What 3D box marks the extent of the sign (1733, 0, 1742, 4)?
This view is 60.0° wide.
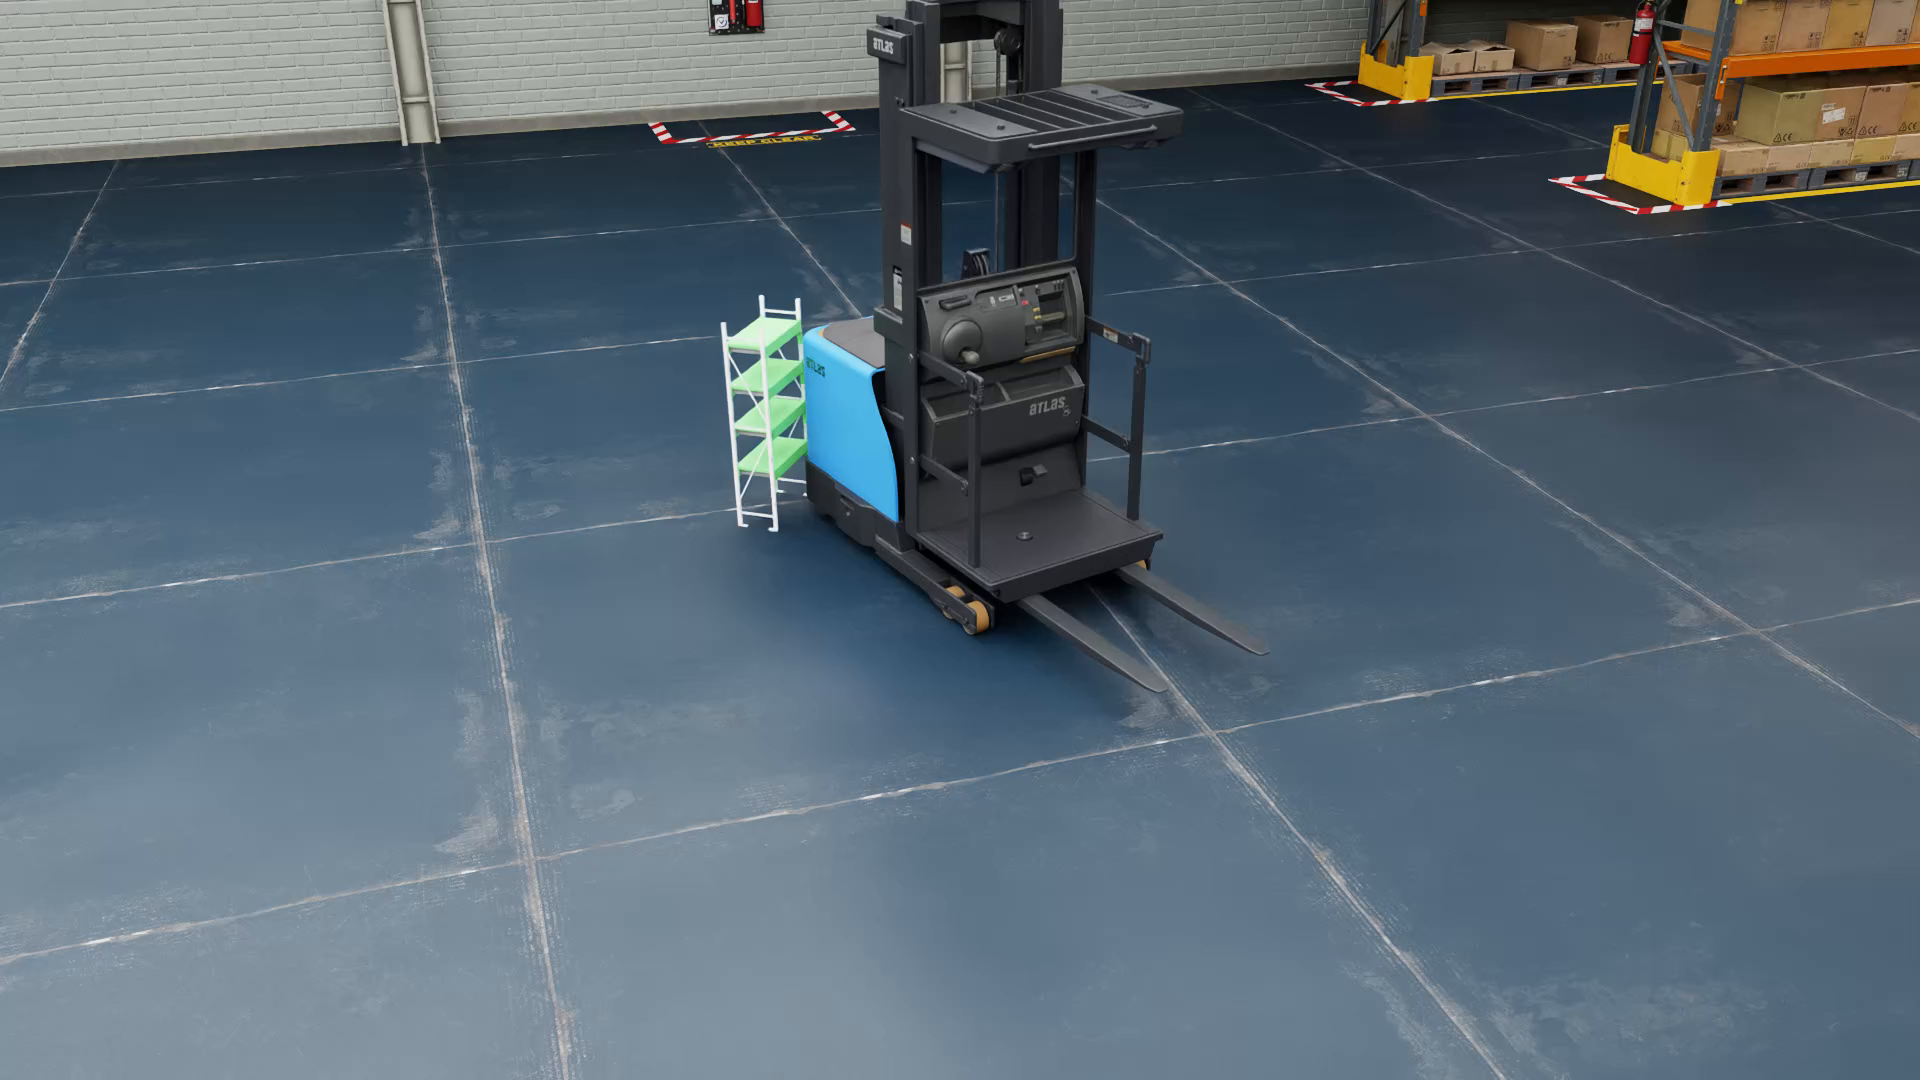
[{"bbox_3d":[6.919,-4.920,14.725,0.005,0.325,0.100,-8,28,-16],"label":"sign"}]

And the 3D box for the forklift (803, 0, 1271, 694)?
[{"bbox_3d":[0.339,-1.080,8.130,1.130,2.935,3.031,-16,31,-29],"label":"forklift"}]

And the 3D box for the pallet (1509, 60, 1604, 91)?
[{"bbox_3d":[7.229,-5.851,20.798,1.213,0.211,1.003,-8,28,-16],"label":"pallet"}]

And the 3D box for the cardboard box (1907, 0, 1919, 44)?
[{"bbox_3d":[9.158,-5.121,16.080,0.500,0.500,0.700,-8,27,-15],"label":"cardboard box"}]

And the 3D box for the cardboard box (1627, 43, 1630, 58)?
[{"bbox_3d":[8.519,-6.219,21.095,0.250,0.166,0.380,-12,29,-23],"label":"cardboard box"}]

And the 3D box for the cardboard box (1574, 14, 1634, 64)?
[{"bbox_3d":[8.044,-6.295,20.873,0.500,0.500,0.500,-10,28,-20],"label":"cardboard box"}]

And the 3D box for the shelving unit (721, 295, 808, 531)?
[{"bbox_3d":[-1.072,-0.711,9.326,0.258,1.200,0.503,7,27,17],"label":"shelving unit"}]

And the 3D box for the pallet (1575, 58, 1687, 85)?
[{"bbox_3d":[8.391,-6.021,21.140,1.213,0.211,1.003,-8,28,-16],"label":"pallet"}]

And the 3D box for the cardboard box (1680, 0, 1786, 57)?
[{"bbox_3d":[7.200,-4.836,15.505,0.500,0.500,0.700,-8,28,-16],"label":"cardboard box"}]

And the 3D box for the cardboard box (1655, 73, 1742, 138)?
[{"bbox_3d":[7.170,-4.224,16.163,0.500,0.500,0.500,-8,28,-16],"label":"cardboard box"}]

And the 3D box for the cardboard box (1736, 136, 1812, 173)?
[{"bbox_3d":[7.806,-3.739,16.028,0.500,0.250,0.500,-8,28,-16],"label":"cardboard box"}]

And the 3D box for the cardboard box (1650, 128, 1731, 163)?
[{"bbox_3d":[7.171,-3.888,16.328,0.500,0.250,0.500,-8,28,-16],"label":"cardboard box"}]

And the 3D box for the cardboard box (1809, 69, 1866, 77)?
[{"bbox_3d":[8.592,-4.437,16.590,0.500,0.500,0.500,-8,28,-16],"label":"cardboard box"}]

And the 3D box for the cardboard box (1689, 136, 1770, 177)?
[{"bbox_3d":[7.331,-3.669,15.886,0.500,0.250,0.500,-8,28,-16],"label":"cardboard box"}]

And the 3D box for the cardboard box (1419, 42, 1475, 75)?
[{"bbox_3d":[5.901,-5.876,20.242,0.500,0.311,0.500,-12,29,-22],"label":"cardboard box"}]

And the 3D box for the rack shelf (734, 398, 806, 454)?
[{"bbox_3d":[-1.071,-0.653,9.354,0.258,0.148,0.480,7,27,17],"label":"rack shelf"}]

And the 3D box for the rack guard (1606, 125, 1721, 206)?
[{"bbox_3d":[6.730,-3.609,15.958,0.348,0.500,1.175,-8,28,-16],"label":"rack guard"}]

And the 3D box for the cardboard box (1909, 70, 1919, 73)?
[{"bbox_3d":[9.704,-4.355,16.426,0.500,0.500,0.500,-8,28,-16],"label":"cardboard box"}]

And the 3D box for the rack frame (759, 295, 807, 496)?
[{"bbox_3d":[-0.995,-0.814,9.533,0.240,1.200,0.015,7,27,17],"label":"rack frame"}]

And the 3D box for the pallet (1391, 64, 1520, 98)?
[{"bbox_3d":[6.071,-5.685,20.463,1.213,0.211,1.003,-8,28,-16],"label":"pallet"}]

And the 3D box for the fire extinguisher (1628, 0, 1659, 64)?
[{"bbox_3d":[6.496,-4.878,15.789,0.183,0.674,0.296,-8,28,-16],"label":"fire extinguisher"}]

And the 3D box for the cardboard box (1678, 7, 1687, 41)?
[{"bbox_3d":[9.713,-6.563,21.413,0.500,0.500,0.700,-7,27,-14],"label":"cardboard box"}]

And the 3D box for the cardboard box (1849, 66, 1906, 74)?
[{"bbox_3d":[9.067,-4.506,16.730,0.500,0.500,0.500,-8,28,-16],"label":"cardboard box"}]

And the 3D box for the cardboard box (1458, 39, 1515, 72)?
[{"bbox_3d":[6.443,-5.955,20.400,0.500,0.311,0.500,-6,27,-12],"label":"cardboard box"}]

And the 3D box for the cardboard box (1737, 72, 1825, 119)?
[{"bbox_3d":[8.117,-4.368,16.452,0.500,0.500,0.500,-8,28,-16],"label":"cardboard box"}]

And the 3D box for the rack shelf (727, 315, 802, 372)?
[{"bbox_3d":[-1.080,-1.085,9.143,0.258,0.148,0.480,7,27,17],"label":"rack shelf"}]

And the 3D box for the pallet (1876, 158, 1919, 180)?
[{"bbox_3d":[9.787,-3.942,16.954,1.213,0.211,1.003,-8,28,-16],"label":"pallet"}]

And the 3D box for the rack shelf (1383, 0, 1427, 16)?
[{"bbox_3d":[7.117,-6.780,20.342,4.000,0.370,1.077,-8,28,-16],"label":"rack shelf"}]

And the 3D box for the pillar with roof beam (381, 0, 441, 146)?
[{"bbox_3d":[-4.464,-6.503,12.229,0.400,9.000,9.100,-8,28,-16],"label":"pillar with roof beam"}]

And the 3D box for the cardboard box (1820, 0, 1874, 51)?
[{"bbox_3d":[8.172,-4.976,15.788,0.500,0.500,0.700,-8,28,-16],"label":"cardboard box"}]

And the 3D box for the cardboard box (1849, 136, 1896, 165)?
[{"bbox_3d":[8.758,-3.875,16.301,0.500,0.250,0.500,-8,28,-16],"label":"cardboard box"}]

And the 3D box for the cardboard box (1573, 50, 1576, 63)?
[{"bbox_3d":[7.491,-6.086,20.846,0.250,0.149,0.380,-11,28,-20],"label":"cardboard box"}]

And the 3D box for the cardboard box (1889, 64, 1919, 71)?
[{"bbox_3d":[9.545,-4.572,16.863,0.500,0.500,0.500,-8,28,-16],"label":"cardboard box"}]

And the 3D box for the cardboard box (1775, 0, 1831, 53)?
[{"bbox_3d":[7.698,-4.910,15.655,0.500,0.500,0.700,-8,27,-15],"label":"cardboard box"}]

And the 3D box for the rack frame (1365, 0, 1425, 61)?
[{"bbox_3d":[5.215,-6.826,19.627,0.127,3.000,1.000,-8,28,-16],"label":"rack frame"}]

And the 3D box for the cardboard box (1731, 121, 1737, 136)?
[{"bbox_3d":[7.643,-3.962,16.476,0.500,0.250,0.500,-8,28,-16],"label":"cardboard box"}]

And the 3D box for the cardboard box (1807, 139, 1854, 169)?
[{"bbox_3d":[8.281,-3.808,16.167,0.500,0.250,0.500,-8,28,-16],"label":"cardboard box"}]

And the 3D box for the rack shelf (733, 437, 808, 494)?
[{"bbox_3d":[-1.066,-0.438,9.459,0.258,0.148,0.480,7,27,17],"label":"rack shelf"}]

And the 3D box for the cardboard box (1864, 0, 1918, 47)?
[{"bbox_3d":[8.672,-5.050,15.937,0.500,0.500,0.700,-7,27,-15],"label":"cardboard box"}]

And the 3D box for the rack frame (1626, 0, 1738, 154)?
[{"bbox_3d":[6.753,-4.732,15.409,0.127,3.000,1.000,-8,28,-16],"label":"rack frame"}]

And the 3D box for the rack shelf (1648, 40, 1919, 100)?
[{"bbox_3d":[8.654,-4.686,16.124,4.000,0.370,1.077,-8,28,-16],"label":"rack shelf"}]

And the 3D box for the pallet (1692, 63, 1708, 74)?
[{"bbox_3d":[9.758,-6.236,21.574,1.213,0.211,1.003,-8,28,-16],"label":"pallet"}]

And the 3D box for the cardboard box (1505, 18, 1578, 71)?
[{"bbox_3d":[7.156,-6.119,20.519,0.500,0.500,0.700,-10,28,-19],"label":"cardboard box"}]

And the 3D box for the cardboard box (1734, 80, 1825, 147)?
[{"bbox_3d":[7.806,-4.074,15.860,0.500,0.500,0.500,-8,28,-16],"label":"cardboard box"}]

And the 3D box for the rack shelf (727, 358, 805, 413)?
[{"bbox_3d":[-1.075,-0.869,9.249,0.258,0.148,0.480,7,27,17],"label":"rack shelf"}]

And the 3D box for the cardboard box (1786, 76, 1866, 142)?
[{"bbox_3d":[8.278,-4.149,16.010,0.500,0.500,0.500,-8,28,-16],"label":"cardboard box"}]

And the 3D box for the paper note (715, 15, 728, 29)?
[{"bbox_3d":[-2.644,-5.748,18.446,0.142,0.148,0.016,-8,28,-16],"label":"paper note"}]

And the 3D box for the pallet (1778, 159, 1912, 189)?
[{"bbox_3d":[8.625,-3.773,16.612,1.213,0.211,1.003,-8,28,-16],"label":"pallet"}]

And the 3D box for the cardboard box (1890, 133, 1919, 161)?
[{"bbox_3d":[9.233,-3.944,16.440,0.500,0.250,0.500,-8,28,-16],"label":"cardboard box"}]

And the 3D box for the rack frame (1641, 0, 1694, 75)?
[{"bbox_3d":[9.018,-7.377,20.736,0.127,3.000,1.000,-8,28,-16],"label":"rack frame"}]

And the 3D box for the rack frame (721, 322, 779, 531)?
[{"bbox_3d":[-1.149,-0.608,9.118,0.240,1.200,0.015,7,27,17],"label":"rack frame"}]

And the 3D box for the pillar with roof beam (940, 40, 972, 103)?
[{"bbox_3d":[1.241,-7.329,13.893,0.400,9.000,9.100,-8,28,-16],"label":"pillar with roof beam"}]

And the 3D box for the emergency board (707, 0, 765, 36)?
[{"bbox_3d":[-2.454,-6.138,18.241,0.643,1.169,0.194,-8,28,-16],"label":"emergency board"}]

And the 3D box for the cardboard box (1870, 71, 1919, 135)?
[{"bbox_3d":[9.229,-4.285,16.284,0.500,0.500,0.500,-8,28,-16],"label":"cardboard box"}]

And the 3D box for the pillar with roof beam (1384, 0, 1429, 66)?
[{"bbox_3d":[6.946,-8.155,15.557,0.400,9.000,9.100,-8,28,-16],"label":"pillar with roof beam"}]

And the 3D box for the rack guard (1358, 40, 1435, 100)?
[{"bbox_3d":[5.287,-5.717,20.204,0.348,0.500,1.175,-8,28,-16],"label":"rack guard"}]

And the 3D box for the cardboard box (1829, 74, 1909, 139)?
[{"bbox_3d":[8.758,-4.210,16.134,0.500,0.500,0.500,-8,28,-16],"label":"cardboard box"}]

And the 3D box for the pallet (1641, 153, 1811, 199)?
[{"bbox_3d":[7.467,-3.606,16.277,1.213,0.211,1.003,-8,28,-16],"label":"pallet"}]
